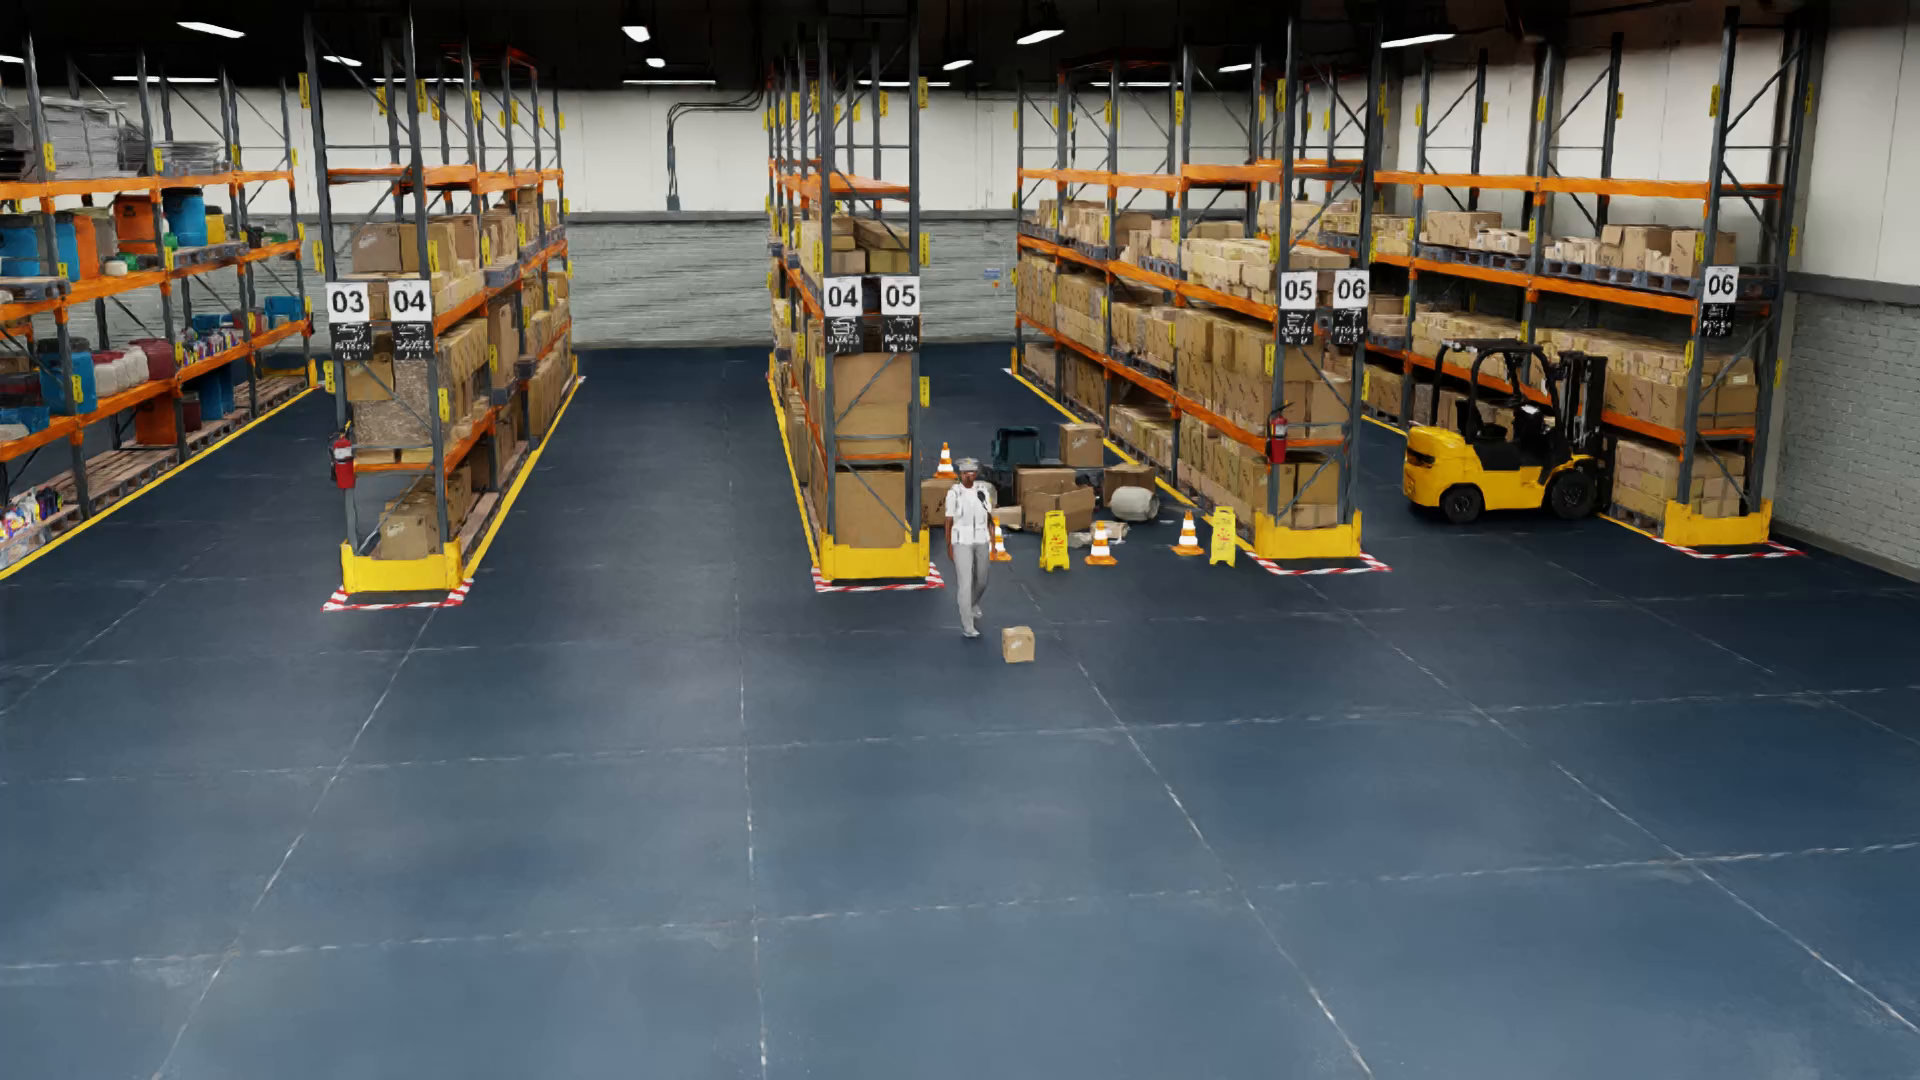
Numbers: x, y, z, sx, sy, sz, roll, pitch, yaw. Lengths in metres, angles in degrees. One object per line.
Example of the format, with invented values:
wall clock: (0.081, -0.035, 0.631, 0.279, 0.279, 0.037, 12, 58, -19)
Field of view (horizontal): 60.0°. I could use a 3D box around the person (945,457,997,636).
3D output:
person: (0.119, 0.031, 15.780, 0.444, 1.653, 0.874, -5, 14, -19)
